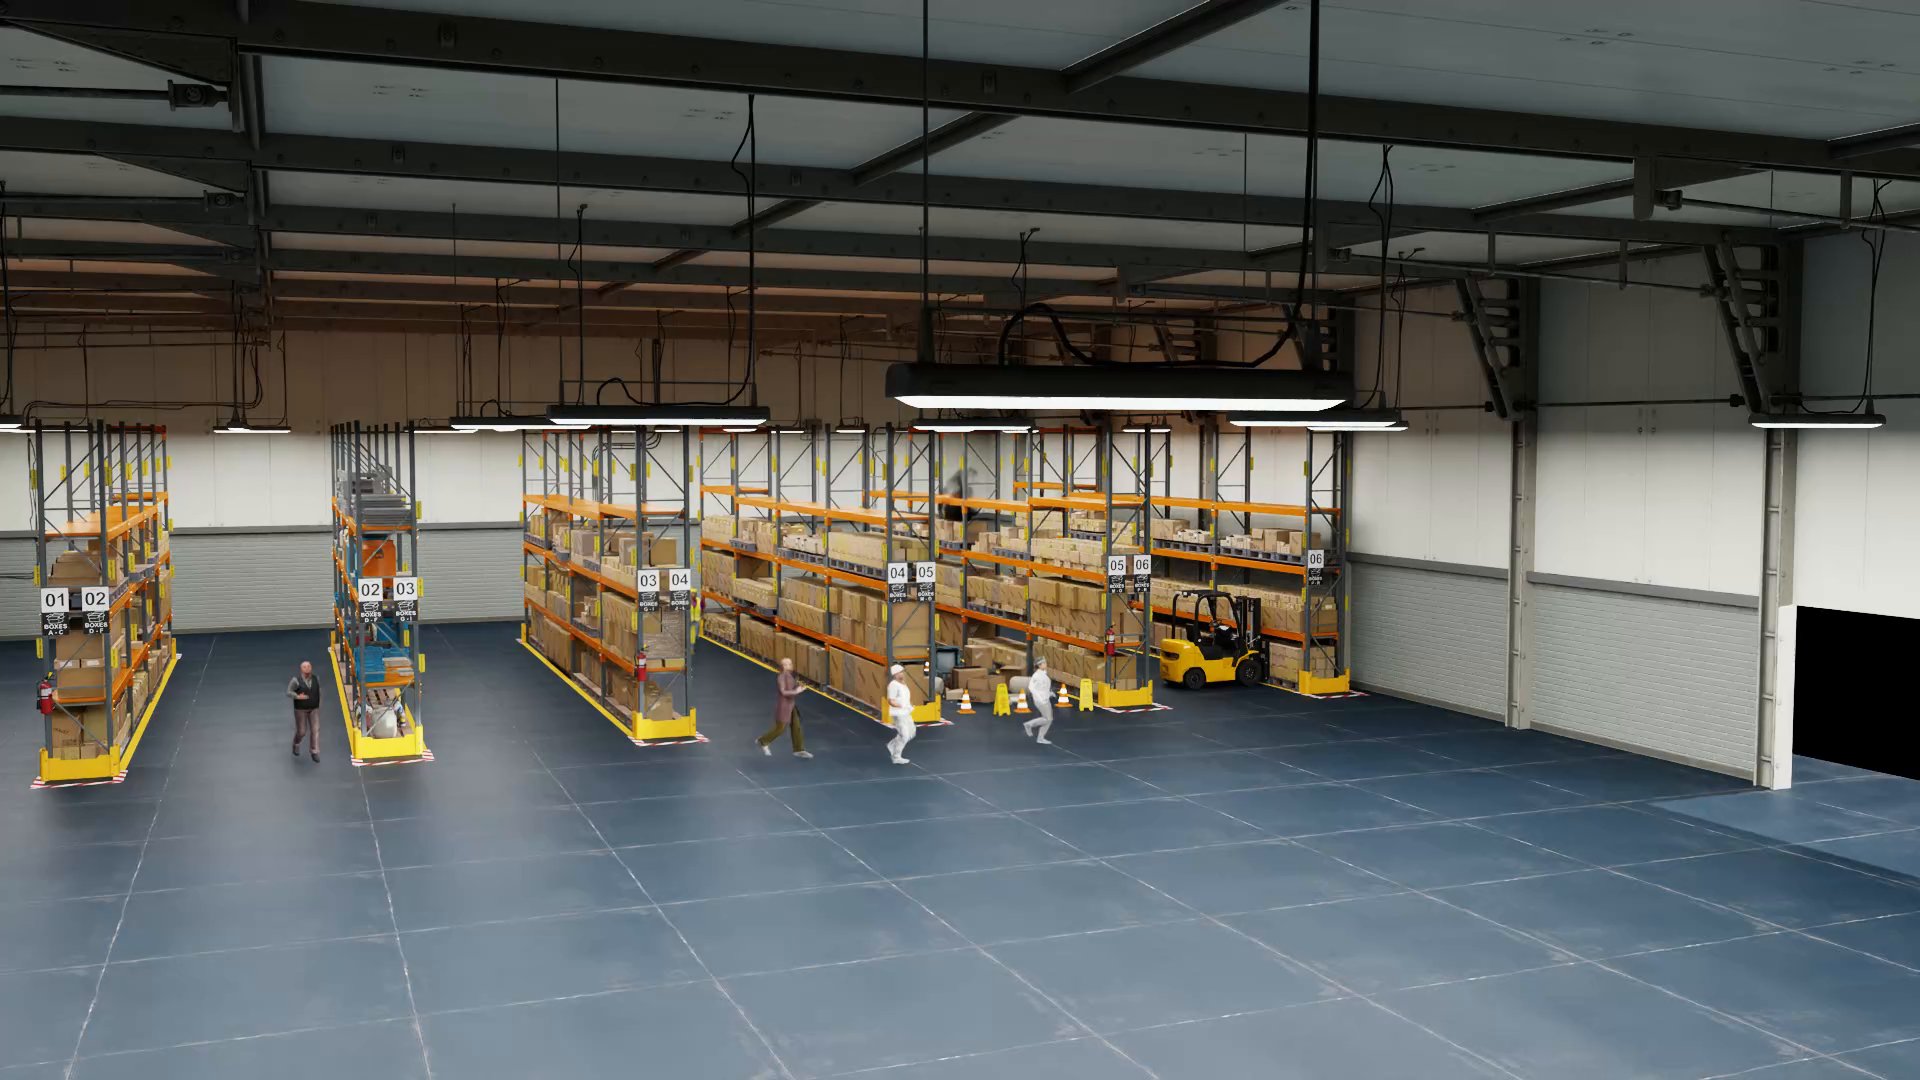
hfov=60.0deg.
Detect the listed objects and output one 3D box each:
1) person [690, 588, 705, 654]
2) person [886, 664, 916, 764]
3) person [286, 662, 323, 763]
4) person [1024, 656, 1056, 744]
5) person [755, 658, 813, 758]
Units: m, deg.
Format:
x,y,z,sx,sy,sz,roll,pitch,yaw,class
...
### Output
x,y,z,sx,sy,sz,roll,pitch,yaw,class
-7.067,2.128,43.895,0.720,1.724,0.581,-2,4,-26,person
-1.025,3.036,29.023,0.608,1.735,0.675,1,4,15,person
-11.561,3.023,29.410,0.671,1.745,0.849,-3,4,-36,person
1.493,2.970,30.951,0.552,1.657,0.621,1,4,20,person
-3.104,2.985,29.405,1.059,1.718,0.703,1,4,14,person
